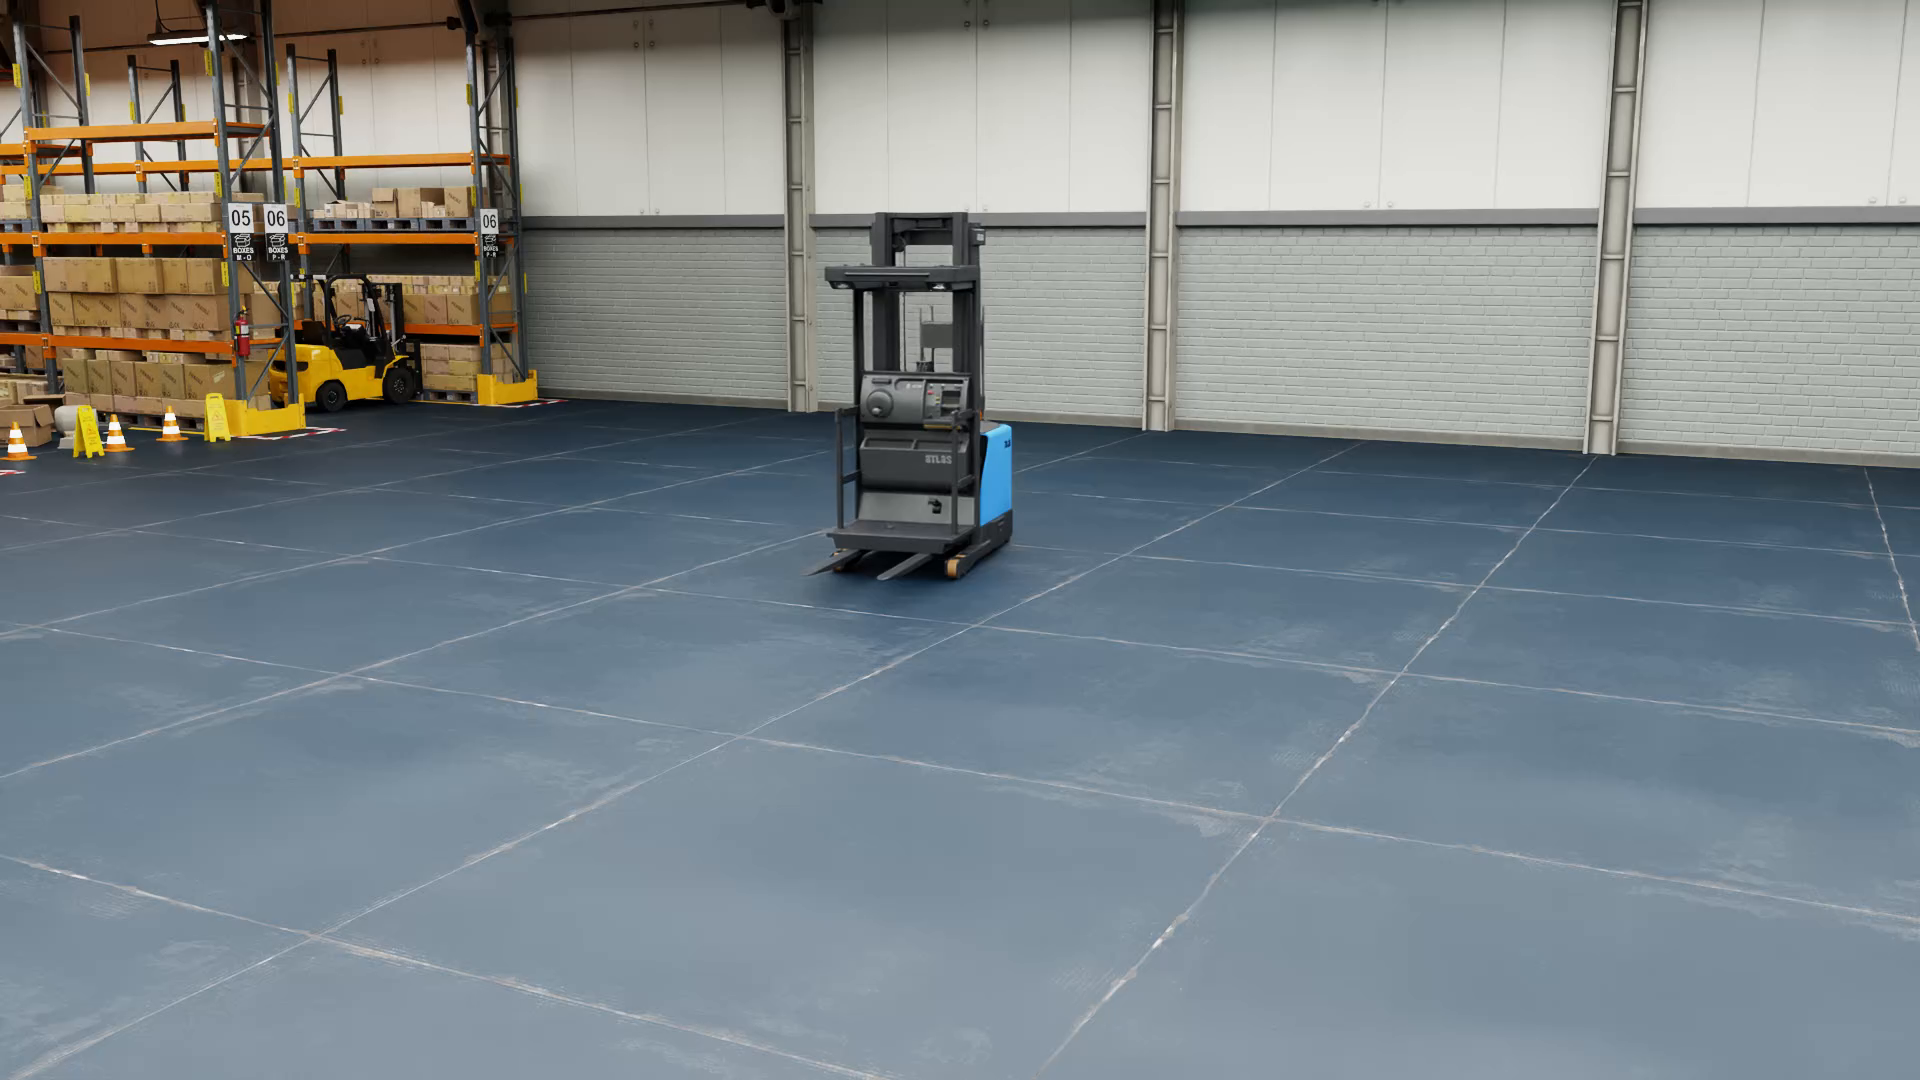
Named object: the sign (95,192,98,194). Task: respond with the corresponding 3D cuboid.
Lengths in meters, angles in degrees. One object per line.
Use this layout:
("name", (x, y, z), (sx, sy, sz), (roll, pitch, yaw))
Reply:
("sign", (-13.213, -5.157, 25.427), (0.005, 0.325, 0.100), (5, 11, 26))

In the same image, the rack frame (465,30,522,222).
("rack frame", (-7.666, -6.769, 27.364), (0.127, 3.000, 1.000), (5, 11, 26))

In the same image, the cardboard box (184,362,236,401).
("cardboard box", (-10.693, -2.268, 23.776), (0.500, 0.500, 0.500), (5, 11, 26))

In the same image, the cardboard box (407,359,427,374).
("cardboard box", (-9.159, -2.984, 28.432), (0.500, 0.250, 0.500), (5, 11, 25))

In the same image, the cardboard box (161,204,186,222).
("cardboard box", (-10.882, -4.612, 23.453), (0.500, 0.250, 0.500), (5, 11, 25))

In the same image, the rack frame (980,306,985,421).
("rack frame", (0.166, -1.090, 15.356), (0.015, 2.100, 0.400), (3, 11, 16))

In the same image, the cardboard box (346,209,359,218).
("cardboard box", (-10.296, -5.596, 28.551), (0.250, 0.149, 0.380), (5, 12, 28))

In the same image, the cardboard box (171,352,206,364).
("cardboard box", (-11.052, -2.606, 23.819), (0.250, 0.149, 0.380), (5, 12, 27))

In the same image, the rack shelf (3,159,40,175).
("rack shelf", (-20.221, -7.517, 33.524), (4.000, 0.370, 1.077), (5, 11, 26))

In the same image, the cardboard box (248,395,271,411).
("cardboard box", (-10.460, -1.985, 24.319), (0.500, 0.250, 0.500), (5, 11, 25))

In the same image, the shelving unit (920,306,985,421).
("shelving unit", (-0.069, -1.102, 15.423), (0.503, 2.100, 0.431), (3, 11, 16))

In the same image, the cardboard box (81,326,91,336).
("cardboard box", (-12.805, -3.112, 24.707), (0.250, 0.149, 0.380), (5, 11, 26))

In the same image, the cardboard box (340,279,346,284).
("cardboard box", (-10.592, -4.550, 29.009), (0.250, 0.149, 0.380), (5, 11, 25))

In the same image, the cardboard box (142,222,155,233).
("cardboard box", (-11.439, -4.465, 23.763), (0.250, 0.149, 0.380), (5, 11, 24))

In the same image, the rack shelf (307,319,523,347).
("rack shelf", (-9.460, -3.621, 28.833), (4.000, 0.370, 1.077), (5, 11, 26))

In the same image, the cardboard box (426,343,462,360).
("cardboard box", (-8.678, -3.189, 28.159), (0.500, 0.250, 0.500), (5, 12, 27))

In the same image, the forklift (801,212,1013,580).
("forklift", (-0.438, -1.204, 13.655), (1.130, 2.935, 3.031), (3, 11, 17))

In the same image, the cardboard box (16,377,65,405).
("cardboard box", (-13.918, -2.294, 25.681), (0.625, 0.372, 0.950), (5, 11, 27))

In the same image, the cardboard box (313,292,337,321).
("cardboard box", (-10.971, -4.105, 29.208), (0.500, 0.500, 0.500), (5, 11, 24))

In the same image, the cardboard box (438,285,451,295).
("cardboard box", (-8.549, -4.214, 27.988), (0.250, 0.149, 0.380), (5, 12, 27))

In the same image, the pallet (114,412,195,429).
("pallet", (-11.730, -1.824, 24.715), (1.213, 0.211, 1.003), (5, 11, 26))

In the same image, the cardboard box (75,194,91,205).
("cardboard box", (-12.606, -4.944, 24.169), (0.250, 0.149, 0.380), (5, 11, 25))

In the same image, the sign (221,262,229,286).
("sign", (-10.123, -3.662, 22.904), (0.005, 0.325, 0.100), (5, 11, 26))

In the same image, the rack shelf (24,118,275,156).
("rack shelf", (-11.653, -5.778, 23.918), (4.000, 0.370, 1.077), (5, 11, 26))

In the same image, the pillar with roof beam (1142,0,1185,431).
("pillar with roof beam", (0.965, -5.335, 19.439), (0.400, 9.000, 9.100), (5, 11, 26))

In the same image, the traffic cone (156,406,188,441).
("traffic cone", (-10.816, -1.604, 22.791), (0.334, 0.463, 0.336), (5, 11, 26))

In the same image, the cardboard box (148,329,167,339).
("cardboard box", (-11.467, -2.985, 24.008), (0.250, 0.149, 0.380), (5, 11, 25))

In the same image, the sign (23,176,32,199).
("sign", (-13.689, -5.175, 24.419), (0.005, 0.325, 0.100), (5, 11, 26))

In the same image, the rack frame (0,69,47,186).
("rack frame", (-18.428, -7.715, 32.589), (0.127, 3.000, 1.000), (5, 11, 26))

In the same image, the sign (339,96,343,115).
("sign", (-10.986, -7.709, 29.488), (0.005, 0.325, 0.100), (5, 11, 26))

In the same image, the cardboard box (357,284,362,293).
("cardboard box", (-10.182, -4.345, 28.714), (0.250, 0.149, 0.380), (5, 11, 25))

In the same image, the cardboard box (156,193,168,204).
("cardboard box", (-11.165, -4.841, 23.597), (0.250, 0.149, 0.380), (5, 11, 26))

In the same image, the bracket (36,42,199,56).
("bracket", (-16.113, -9.391, 31.744), (4.783, 0.066, 0.076), (5, 11, 26))

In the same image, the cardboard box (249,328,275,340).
("cardboard box", (-10.072, -2.960, 23.870), (0.250, 0.149, 0.380), (5, 11, 26))

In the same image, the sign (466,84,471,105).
("sign", (-7.919, -7.182, 26.801), (0.005, 0.325, 0.100), (5, 11, 26))

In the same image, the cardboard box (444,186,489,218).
("cardboard box", (-8.171, -5.594, 27.554), (0.500, 0.500, 0.500), (5, 12, 28))

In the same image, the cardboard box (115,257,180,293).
("cardboard box", (-11.753, -3.843, 24.120), (0.500, 0.500, 0.700), (5, 11, 25))

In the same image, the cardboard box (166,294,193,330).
("cardboard box", (-10.915, -3.259, 23.697), (0.500, 0.500, 0.500), (5, 11, 26))

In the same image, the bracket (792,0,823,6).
("bracket", (-2.296, -8.177, 25.036), (0.430, 0.232, 0.235), (5, 11, 26))

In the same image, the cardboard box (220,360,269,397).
("cardboard box", (-10.482, -2.356, 24.262), (0.500, 0.500, 0.500), (5, 11, 24))

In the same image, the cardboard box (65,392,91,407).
("cardboard box", (-13.037, -2.103, 24.971), (0.500, 0.250, 0.500), (4, 11, 23))

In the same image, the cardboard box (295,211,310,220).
("cardboard box", (-11.928, -5.839, 29.892), (0.250, 0.149, 0.380), (5, 11, 26))

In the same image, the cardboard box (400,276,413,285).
("cardboard box", (-9.270, -4.411, 28.243), (0.250, 0.149, 0.380), (5, 12, 27))

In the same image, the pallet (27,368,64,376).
("pallet", (-17.682, -3.332, 33.051), (1.213, 0.211, 1.003), (5, 11, 26))

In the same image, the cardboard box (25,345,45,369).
("cardboard box", (-18.094, -3.665, 32.899), (0.500, 0.500, 0.500), (6, 12, 28))

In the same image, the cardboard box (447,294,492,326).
("cardboard box", (-8.224, -3.863, 27.872), (0.500, 0.500, 0.500), (5, 11, 25))

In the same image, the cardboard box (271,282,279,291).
("cardboard box", (-12.094, -4.537, 29.776), (0.250, 0.149, 0.380), (5, 11, 26))

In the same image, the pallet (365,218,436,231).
("pallet", (-9.387, -5.405, 28.500), (1.213, 0.211, 1.003), (5, 11, 26))

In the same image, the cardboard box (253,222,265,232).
("cardboard box", (-10.013, -4.454, 23.703), (0.250, 0.149, 0.380), (5, 11, 26))

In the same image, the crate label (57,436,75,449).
("crate label", (-11.734, -1.291, 21.981), (0.298, 0.136, 0.250), (-1, 10, -4))

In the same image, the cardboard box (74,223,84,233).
("cardboard box", (-12.794, -4.597, 24.488), (0.250, 0.149, 0.380), (5, 11, 26))
